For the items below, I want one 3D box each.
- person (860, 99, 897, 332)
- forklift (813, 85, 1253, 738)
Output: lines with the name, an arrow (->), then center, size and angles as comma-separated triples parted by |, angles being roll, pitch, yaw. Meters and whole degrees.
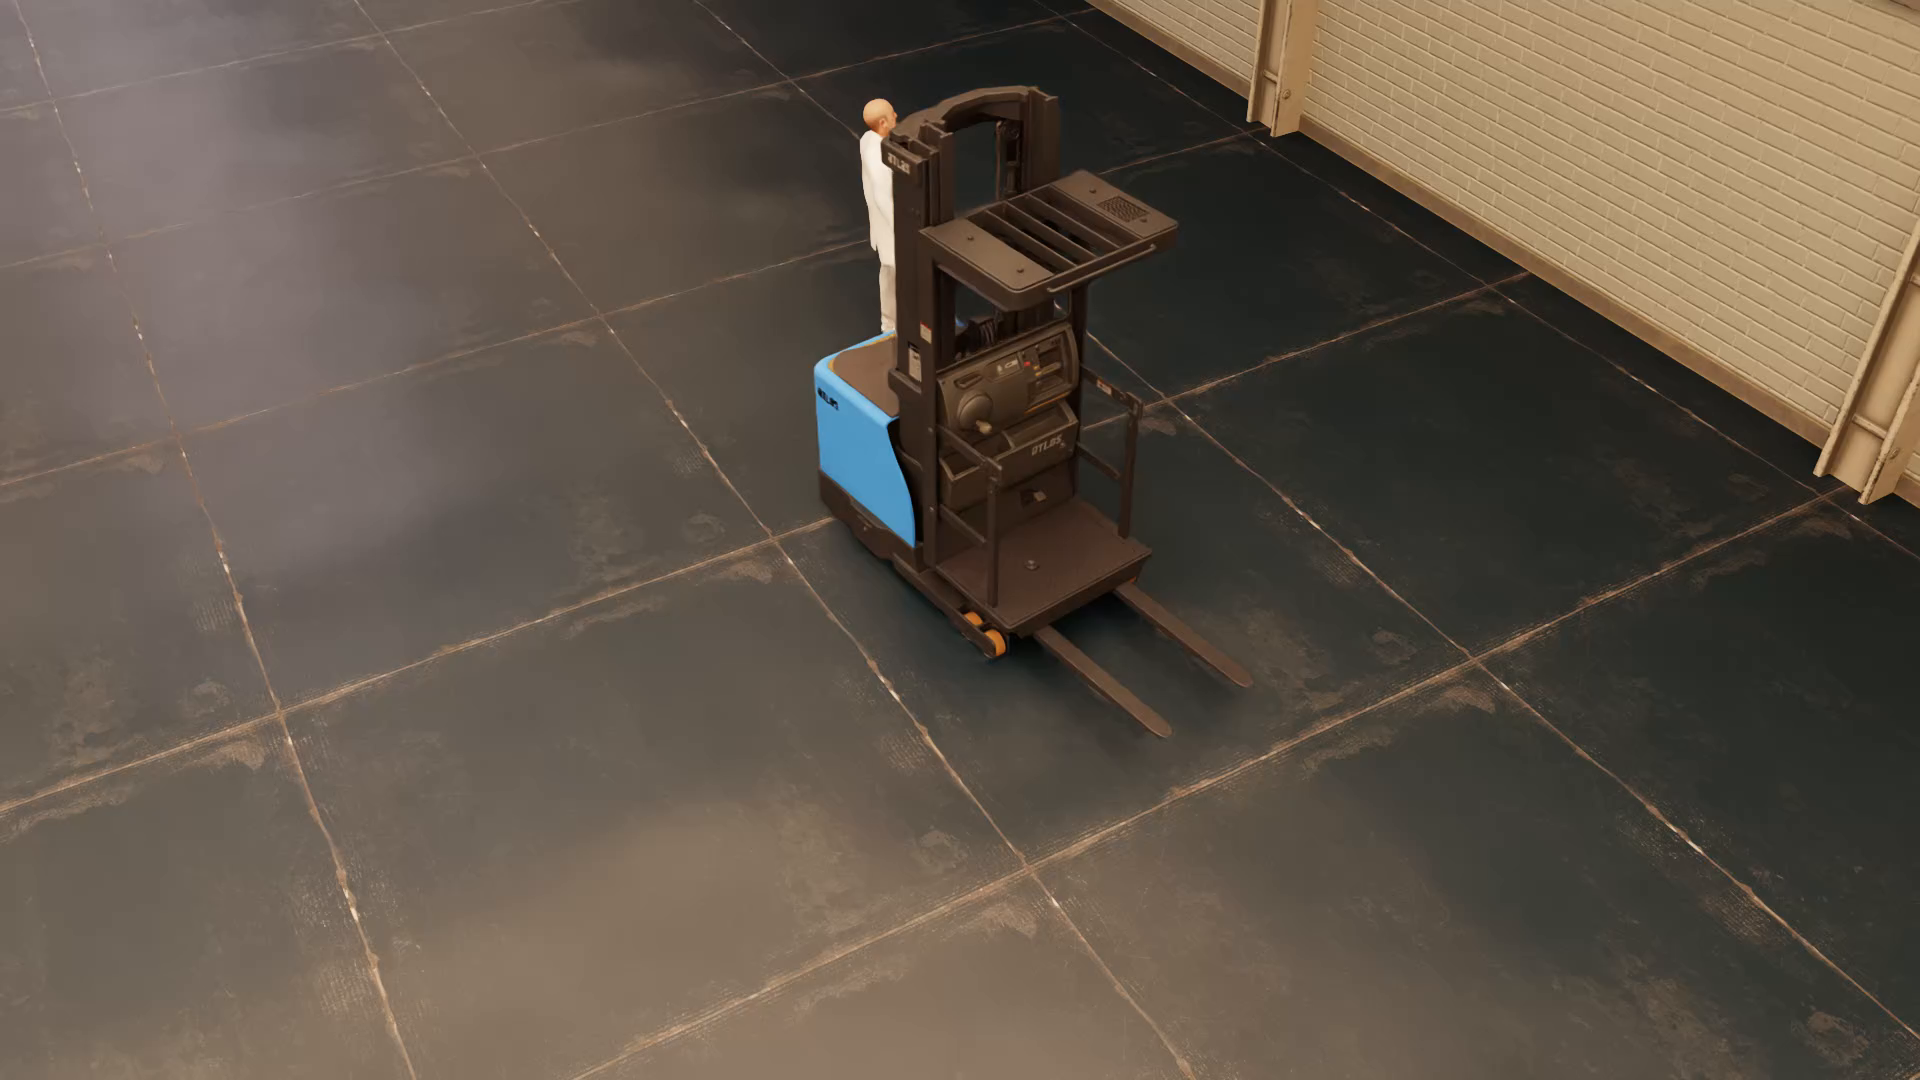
person -> -0.460, -2.238, 11.600 | 0.422, 1.741, 0.685 | -7, 40, -9
forklift -> 0.407, -0.812, 9.015 | 1.130, 2.935, 3.031 | -26, 46, -28
